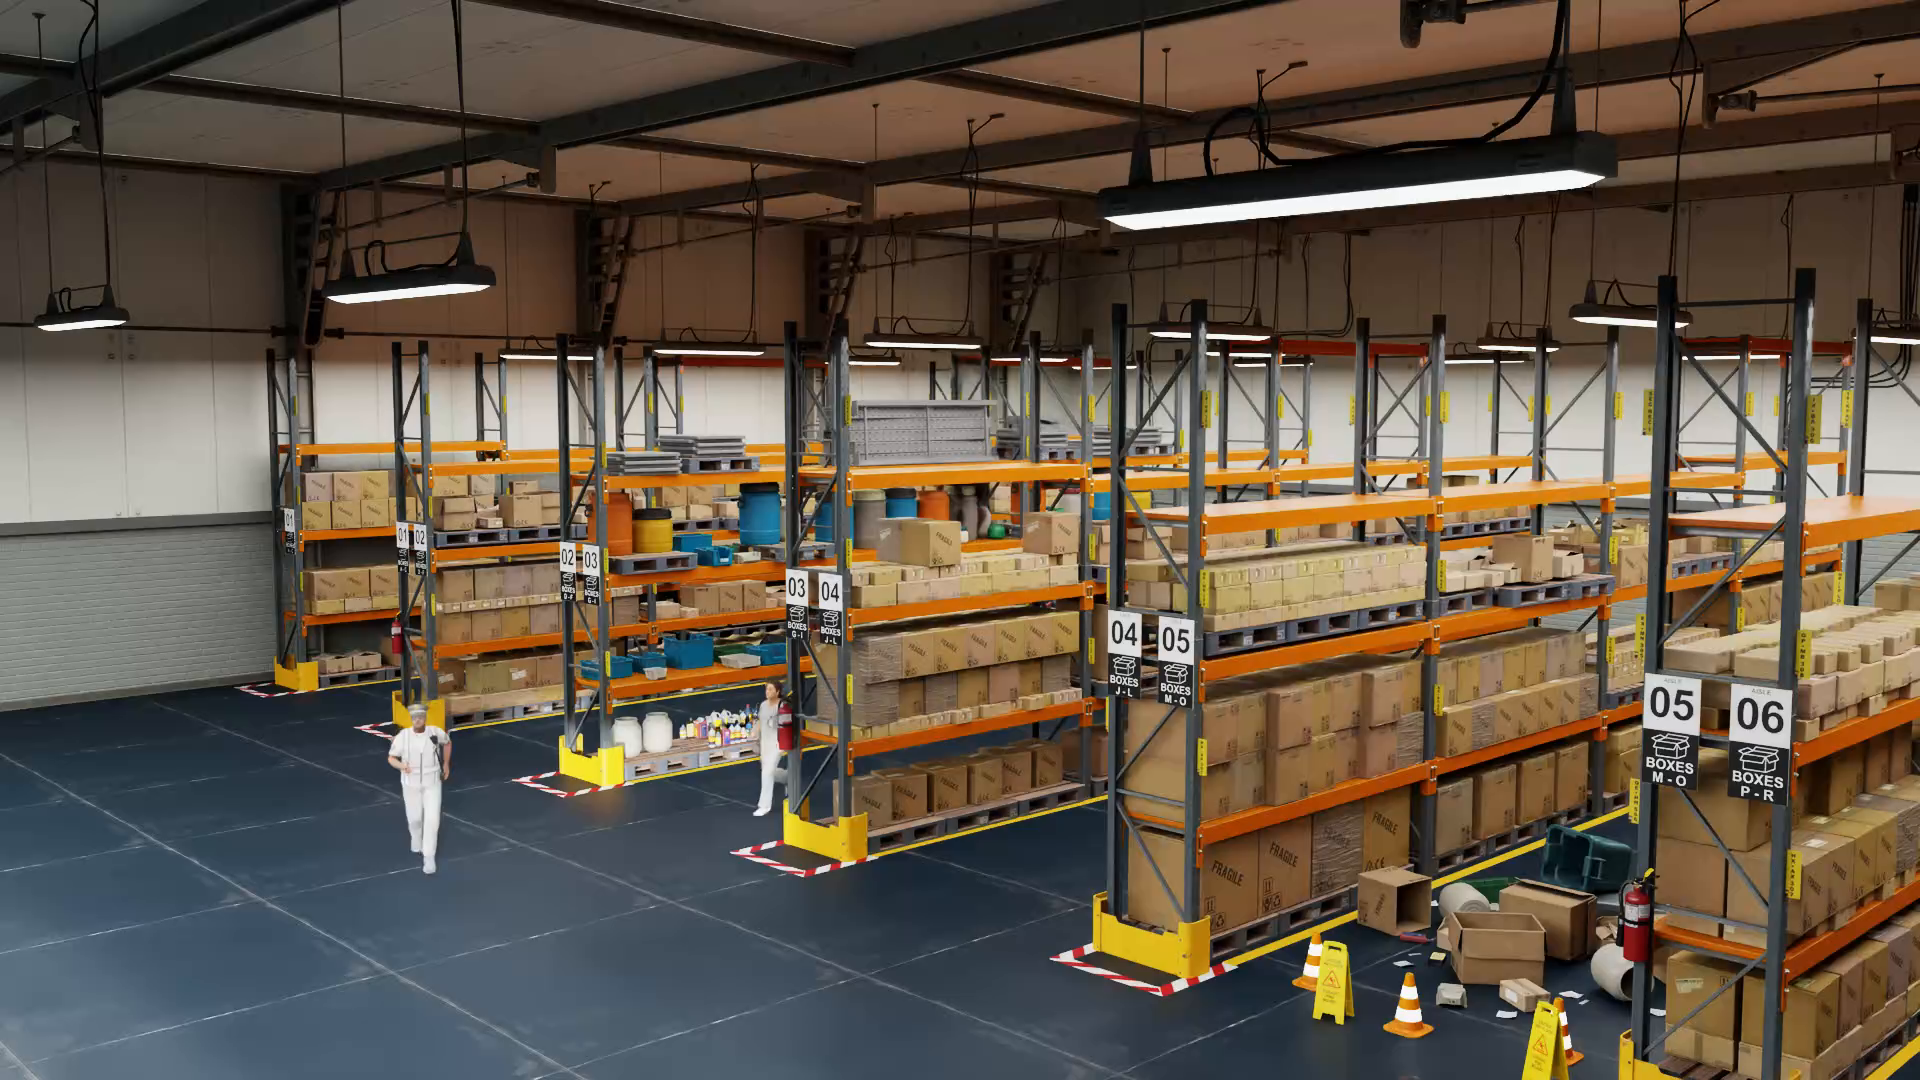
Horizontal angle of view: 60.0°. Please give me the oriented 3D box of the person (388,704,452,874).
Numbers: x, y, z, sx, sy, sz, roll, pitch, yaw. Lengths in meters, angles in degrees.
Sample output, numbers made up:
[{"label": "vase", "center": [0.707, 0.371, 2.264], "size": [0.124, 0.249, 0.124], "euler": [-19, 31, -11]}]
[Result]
[{"label": "person", "center": [-5.954, 2.689, 18.372], "size": [0.673, 1.803, 0.980], "euler": [-2, 5, -17]}]

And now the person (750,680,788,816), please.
[{"label": "person", "center": [-2.284, 2.567, 20.737], "size": [0.576, 1.670, 0.820], "euler": [3, 6, 34]}]
